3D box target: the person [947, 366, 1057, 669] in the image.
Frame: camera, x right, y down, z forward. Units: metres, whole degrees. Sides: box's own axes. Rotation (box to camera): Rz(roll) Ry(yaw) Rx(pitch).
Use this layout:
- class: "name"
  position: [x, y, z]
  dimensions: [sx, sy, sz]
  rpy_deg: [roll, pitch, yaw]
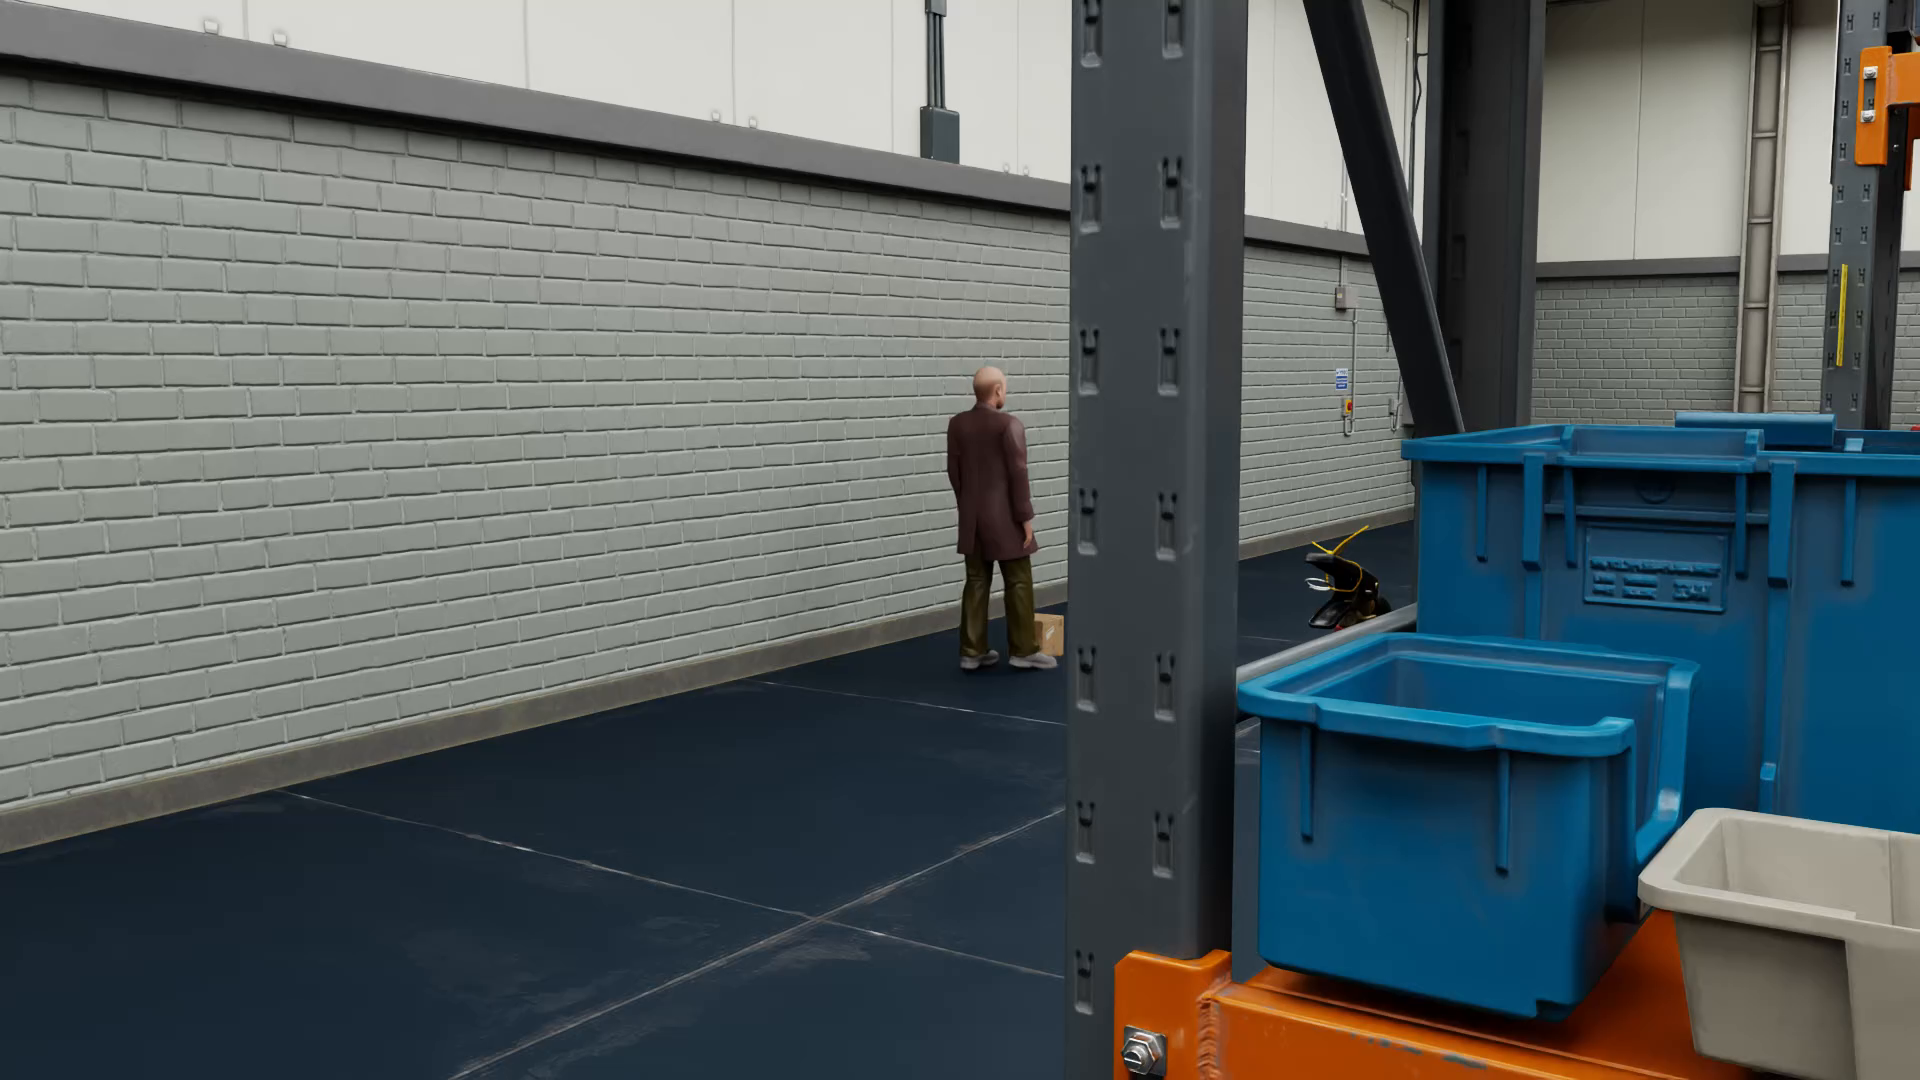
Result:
- class: "person"
  position: [0.245, -0.126, 9.854]
  dimensions: [0.632, 1.798, 0.558]
  rpy_deg: [5, 8, 37]
